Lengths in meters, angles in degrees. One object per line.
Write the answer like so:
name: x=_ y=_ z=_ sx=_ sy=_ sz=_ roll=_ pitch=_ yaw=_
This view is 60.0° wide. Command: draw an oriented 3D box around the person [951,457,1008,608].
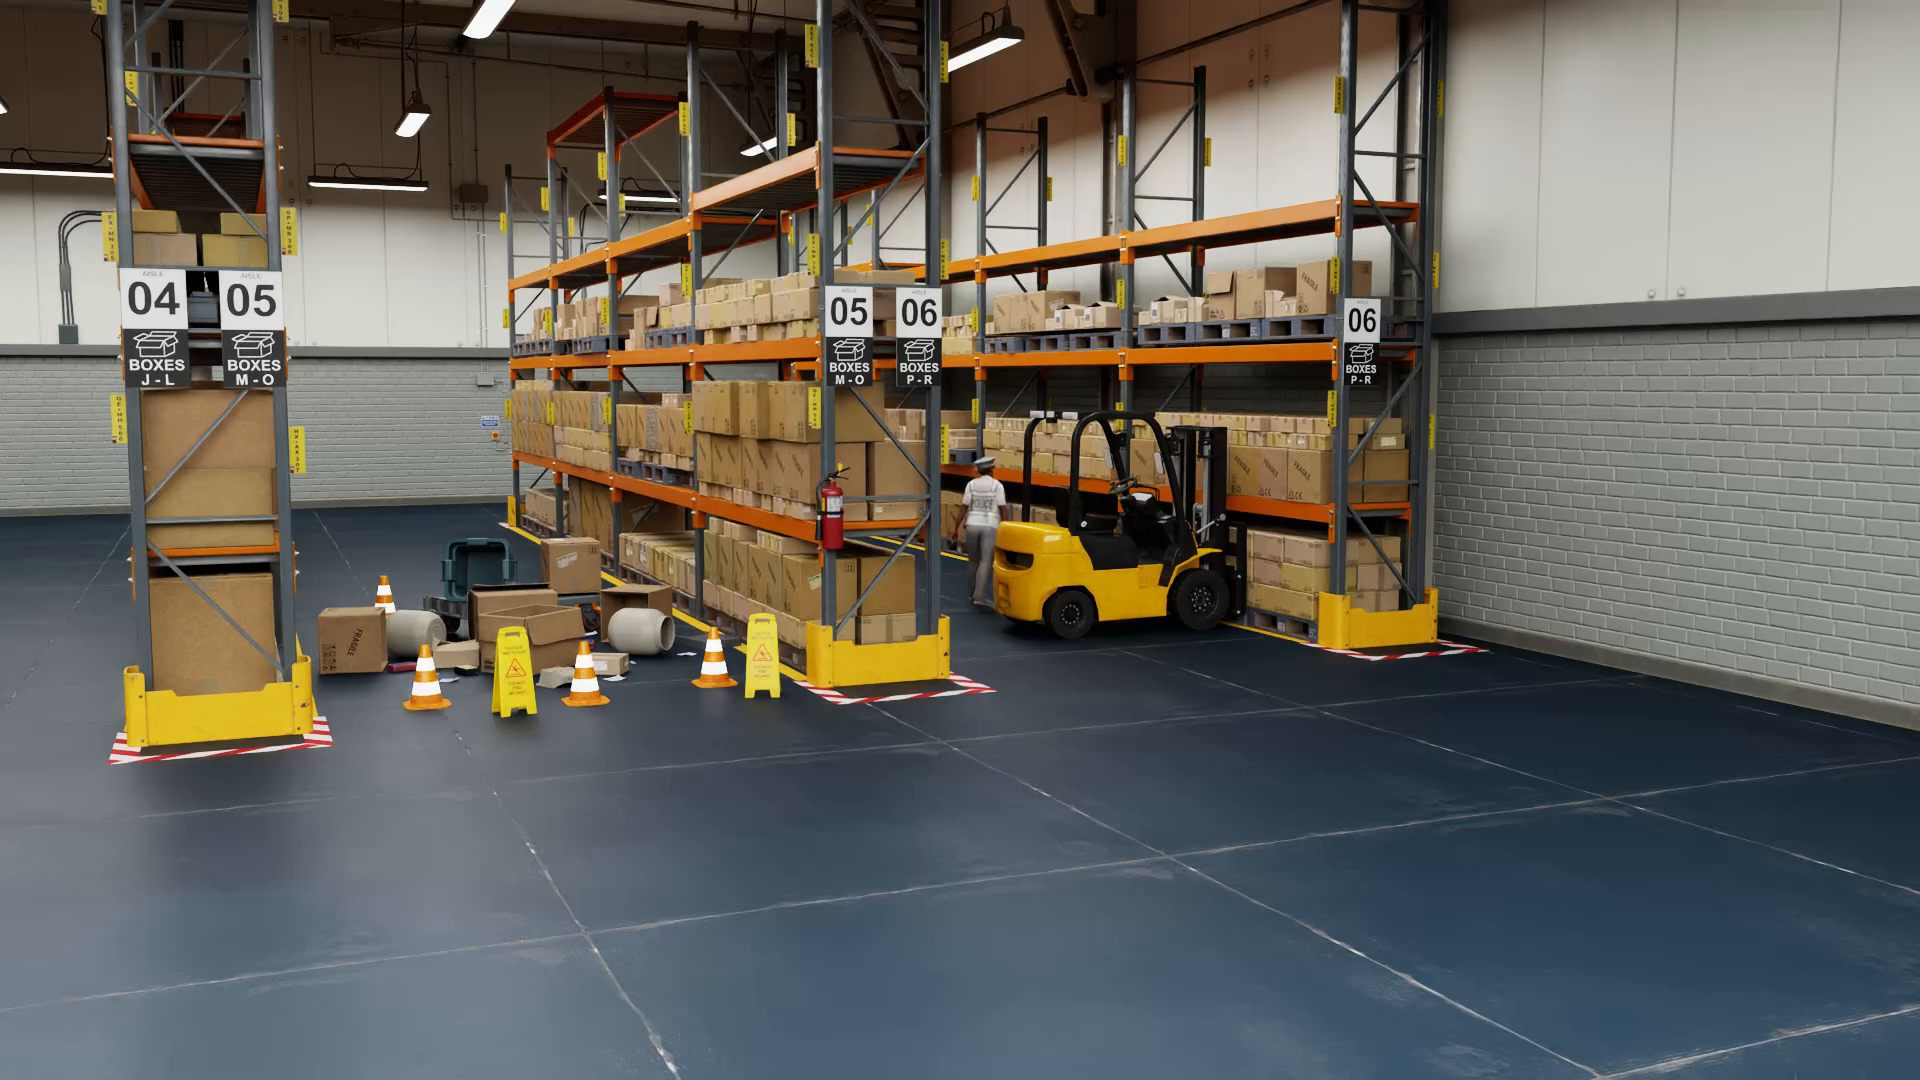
person: x=0.247 y=-0.099 z=18.052 sx=0.605 sy=1.593 sz=0.982 roll=2 pitch=6 yaw=18
